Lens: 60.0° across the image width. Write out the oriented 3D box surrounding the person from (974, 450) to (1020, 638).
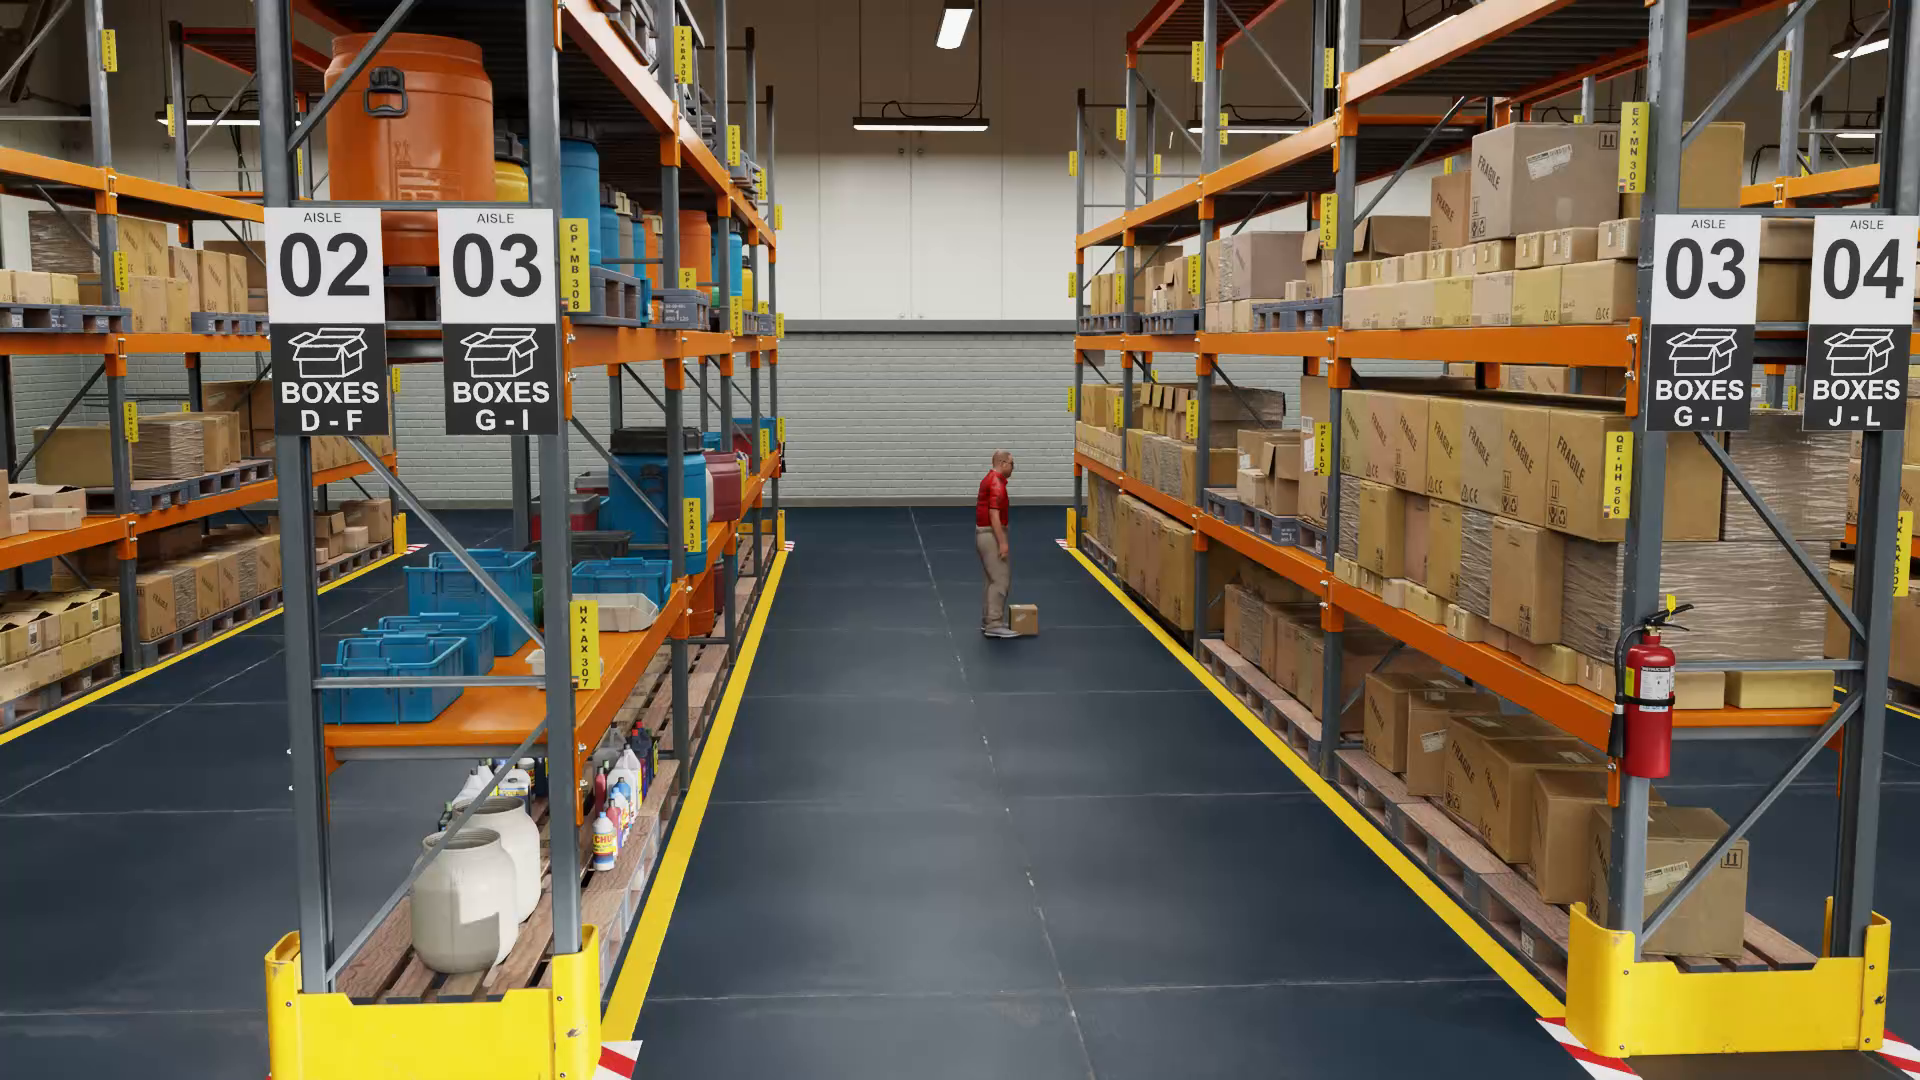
[{"bbox_3d":[0.345,0.023,15.607,0.394,1.726,0.600,-1,7,-7],"label":"person"}]
